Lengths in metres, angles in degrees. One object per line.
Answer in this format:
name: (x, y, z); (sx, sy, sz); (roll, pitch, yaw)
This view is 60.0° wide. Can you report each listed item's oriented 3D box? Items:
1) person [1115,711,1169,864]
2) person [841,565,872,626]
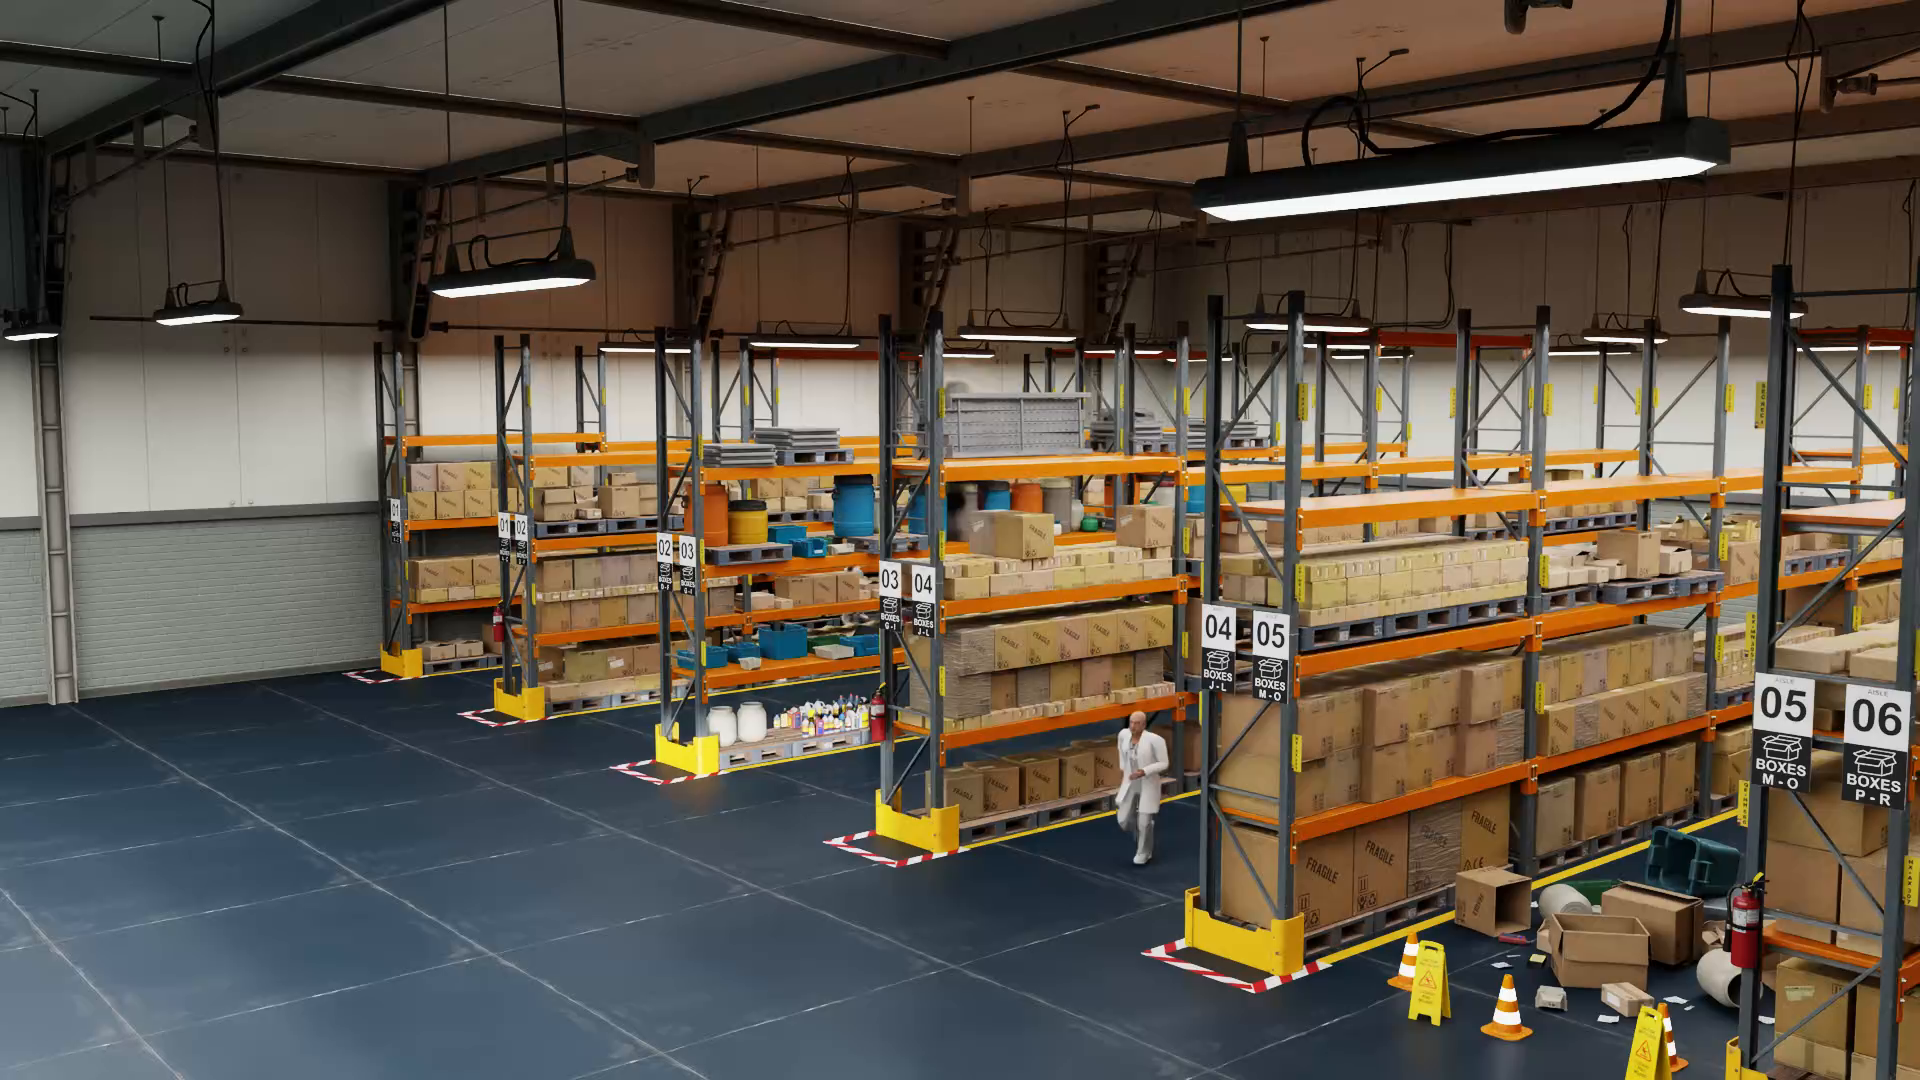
person: (1.928, 2.673, 17.889); (0.674, 1.716, 0.736); (3, 6, 28)
person: (-2.161, 1.174, 34.189); (0.631, 1.778, 0.954); (4, 6, 36)
